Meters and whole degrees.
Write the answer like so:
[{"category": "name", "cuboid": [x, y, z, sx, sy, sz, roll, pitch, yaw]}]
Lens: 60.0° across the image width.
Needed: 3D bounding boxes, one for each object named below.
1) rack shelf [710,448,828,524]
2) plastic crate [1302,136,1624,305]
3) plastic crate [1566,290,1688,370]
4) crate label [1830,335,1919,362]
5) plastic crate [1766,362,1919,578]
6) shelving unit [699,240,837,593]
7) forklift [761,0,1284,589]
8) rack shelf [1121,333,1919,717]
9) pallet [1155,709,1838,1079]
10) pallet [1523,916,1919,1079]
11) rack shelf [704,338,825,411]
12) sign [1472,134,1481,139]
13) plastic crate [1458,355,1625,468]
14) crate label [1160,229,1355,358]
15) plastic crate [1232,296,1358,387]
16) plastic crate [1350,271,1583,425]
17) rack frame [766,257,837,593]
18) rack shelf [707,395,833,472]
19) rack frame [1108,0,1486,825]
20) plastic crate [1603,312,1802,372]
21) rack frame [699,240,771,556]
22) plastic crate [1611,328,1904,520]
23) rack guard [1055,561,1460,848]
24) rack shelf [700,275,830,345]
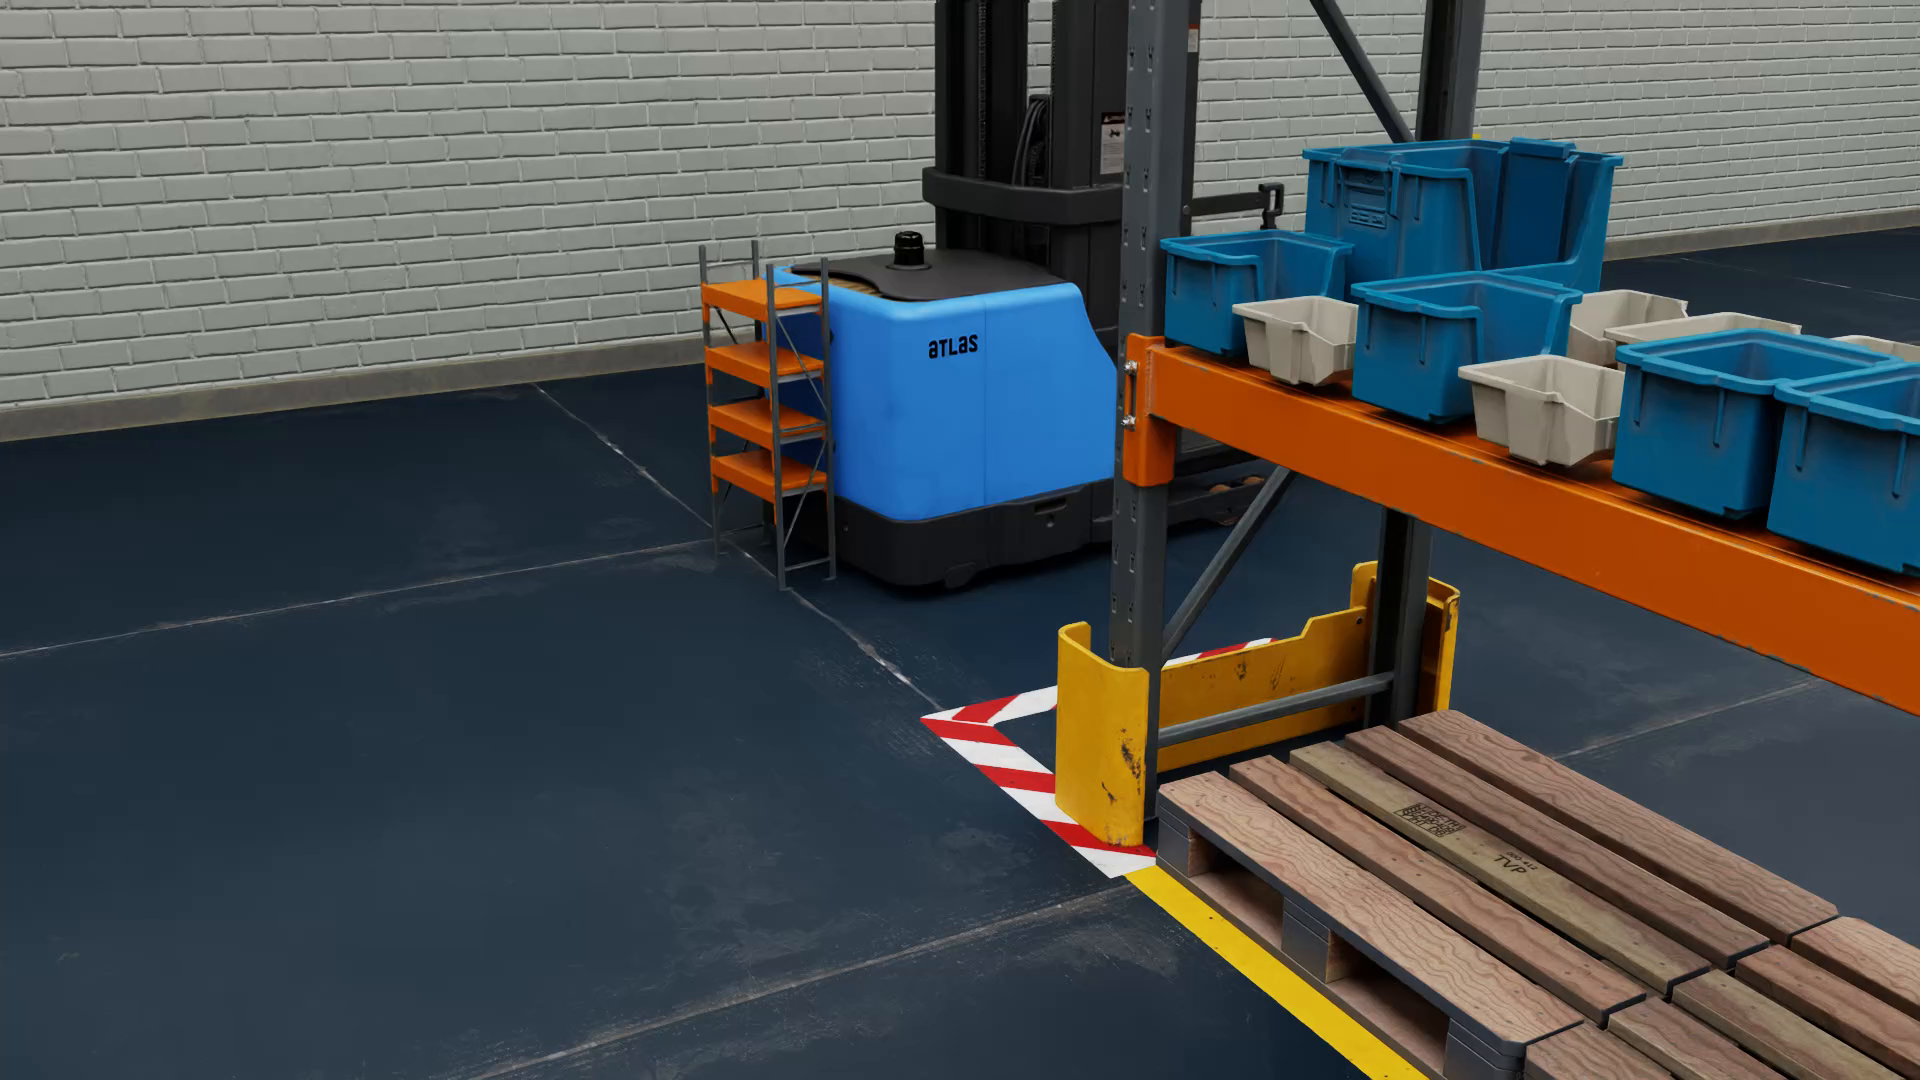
[{"category": "rack shelf", "cuboid": [-0.707, -0.213, 6.222, 0.258, 0.148, 0.480, -14, 23, -34]}, {"category": "plastic crate", "cuboid": [1.179, -0.724, 3.985, 0.616, 0.435, 0.499, -10, 21, -27]}, {"category": "plastic crate", "cuboid": [1.402, -0.444, 3.631, 0.396, 0.136, 0.243, -10, 21, -27]}, {"category": "crate label", "cuboid": [1.681, -0.282, 3.163, 0.396, 0.136, 0.243, -10, 21, -27]}, {"category": "plastic crate", "cuboid": [1.451, -0.109, 2.515, 0.416, 0.233, 0.300, -10, 21, -27]}, {"category": "shelving unit", "cuboid": [-0.707, -0.464, 6.135, 0.258, 1.200, 0.503, -14, 23, -34]}, {"category": "forklift", "cuboid": [0.711, -1.569, 6.684, 3.031, 2.935, 1.130, -13, 23, -34]}, {"category": "rack shelf", "cuboid": [1.805, 0.168, 2.649, 1.077, 0.370, 4.000, -10, 21, -27]}, {"category": "pallet", "cuboid": [1.213, 0.815, 3.947, 1.003, 0.211, 1.213, -10, 21, -27]}, {"category": "pallet", "cuboid": [1.789, 1.165, 2.933, 1.003, 0.211, 1.213, -10, 21, -27]}, {"category": "rack shelf", "cuboid": [-0.707, -0.612, 6.084, 0.258, 0.148, 0.480, -14, 23, -34]}, {"category": "sign", "cuboid": [1.332, -0.913, 4.429, 0.100, 0.325, 0.005, -10, 21, -27]}, {"category": "plastic crate", "cuboid": [1.085, -0.228, 3.007, 0.250, 0.136, 0.298, -10, 21, -27]}, {"category": "crate label", "cuboid": [0.683, -0.574, 3.860, 0.416, 0.233, 0.303, -10, 21, -27]}, {"category": "plastic crate", "cuboid": [0.763, -0.423, 3.571, 0.250, 0.136, 0.298, -10, 21, -27]}, {"category": "plastic crate", "cuboid": [0.996, -0.385, 3.312, 0.416, 0.233, 0.300, -10, 21, -27]}, {"category": "rack frame", "cuboid": [-0.563, -0.400, 5.949, 0.240, 1.200, 0.015, -14, 23, -34]}, {"category": "rack shelf", "cuboid": [-0.707, -0.400, 6.157, 0.258, 0.148, 0.480, -14, 23, -34]}, {"category": "rack frame", "cuboid": [0.856, -0.746, 4.195, 1.000, 3.000, 0.127, -10, 21, -27]}, {"category": "plastic crate", "cuboid": [1.527, -0.358, 3.384, 0.396, 0.136, 0.243, -10, 21, -27]}, {"category": "rack frame", "cuboid": [-0.852, -0.528, 6.321, 0.240, 1.200, 0.015, -14, 23, -34]}, {"category": "plastic crate", "cuboid": [1.308, -0.196, 2.764, 0.416, 0.233, 0.300, -10, 21, -27]}, {"category": "rack guard", "cuboid": [0.833, 0.431, 4.617, 1.175, 0.500, 0.348, -10, 21, -27]}, {"category": "rack shelf", "cuboid": [-0.708, -0.835, 6.007, 0.258, 0.148, 0.480, -14, 23, -34]}]
